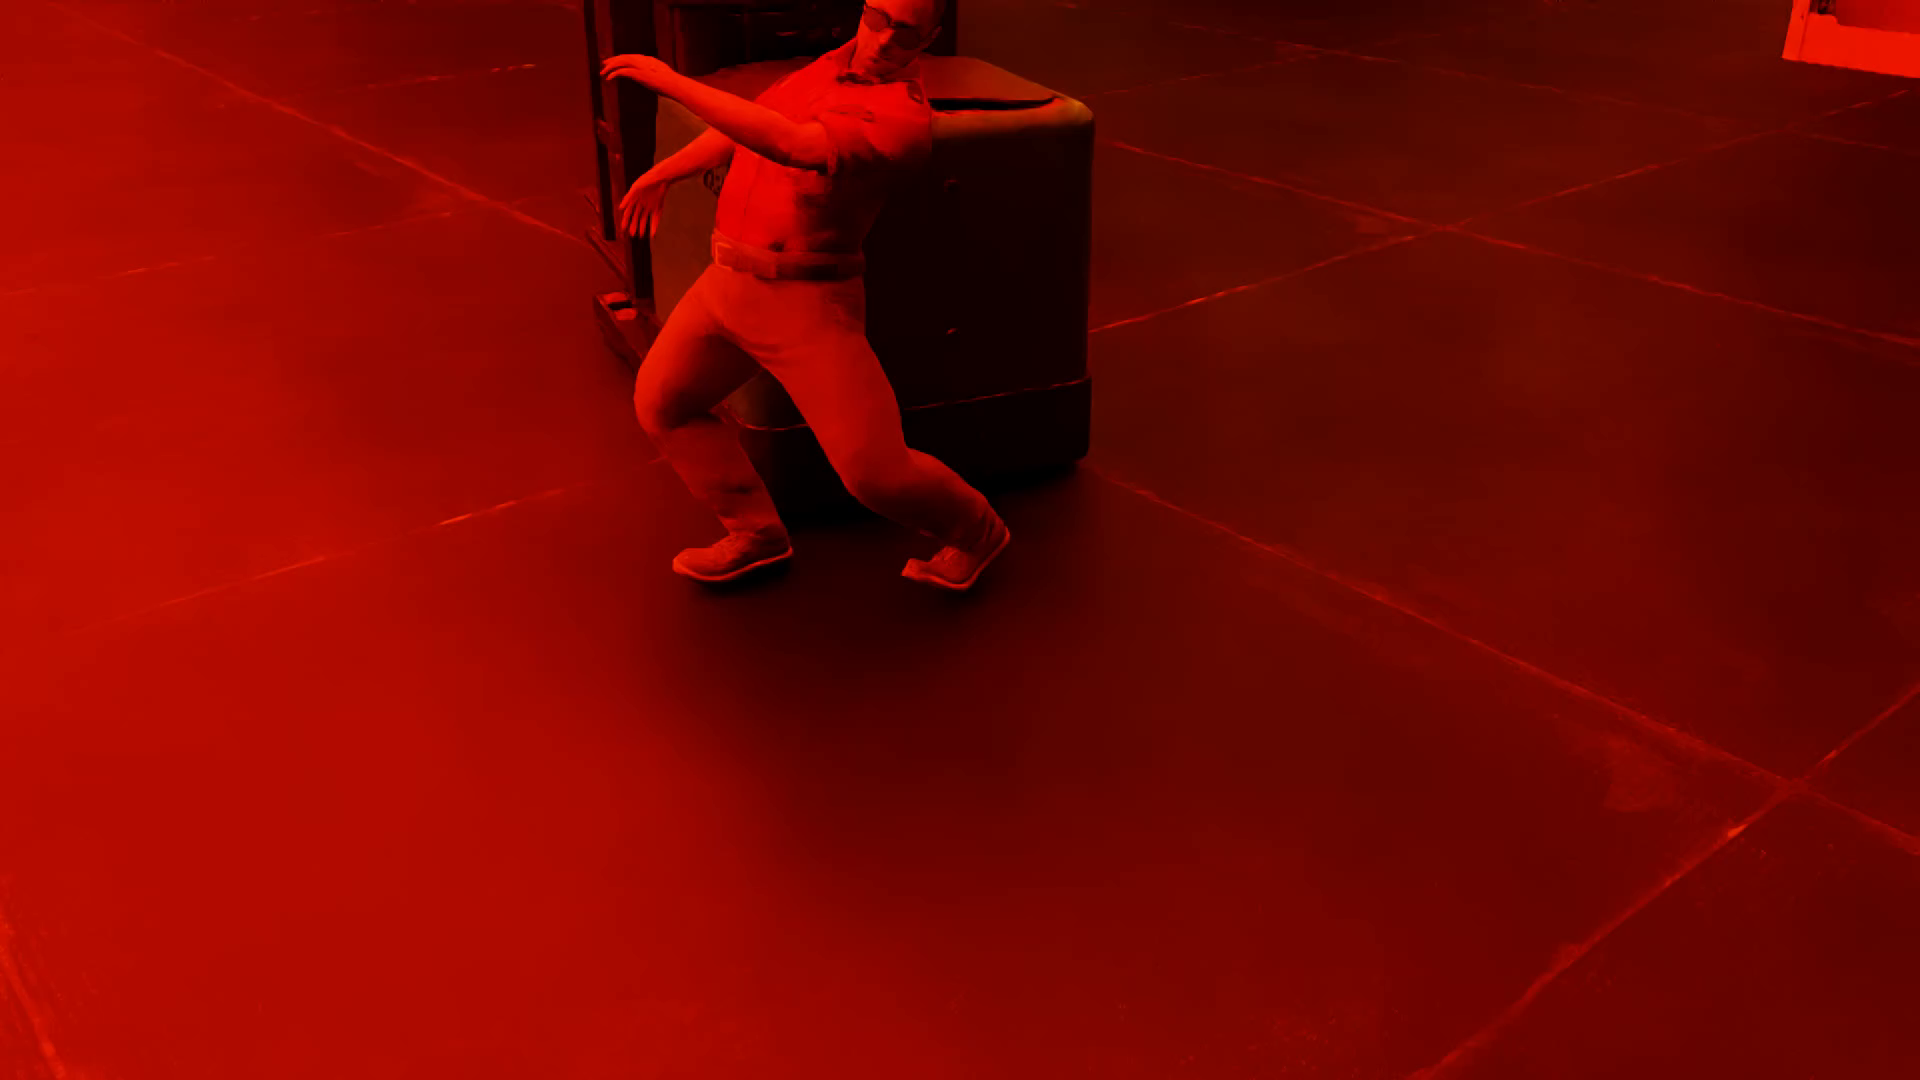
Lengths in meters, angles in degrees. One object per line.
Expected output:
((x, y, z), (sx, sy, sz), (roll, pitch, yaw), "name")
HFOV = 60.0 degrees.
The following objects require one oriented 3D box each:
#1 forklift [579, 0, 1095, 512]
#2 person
((-0.666, -2.020, 5.274), (1.130, 2.935, 3.031), (-11, 28, -21), "forklift")
((-0.452, -0.593, 3.941), (0.953, 1.502, 0.818), (23, 34, 38), "person")
